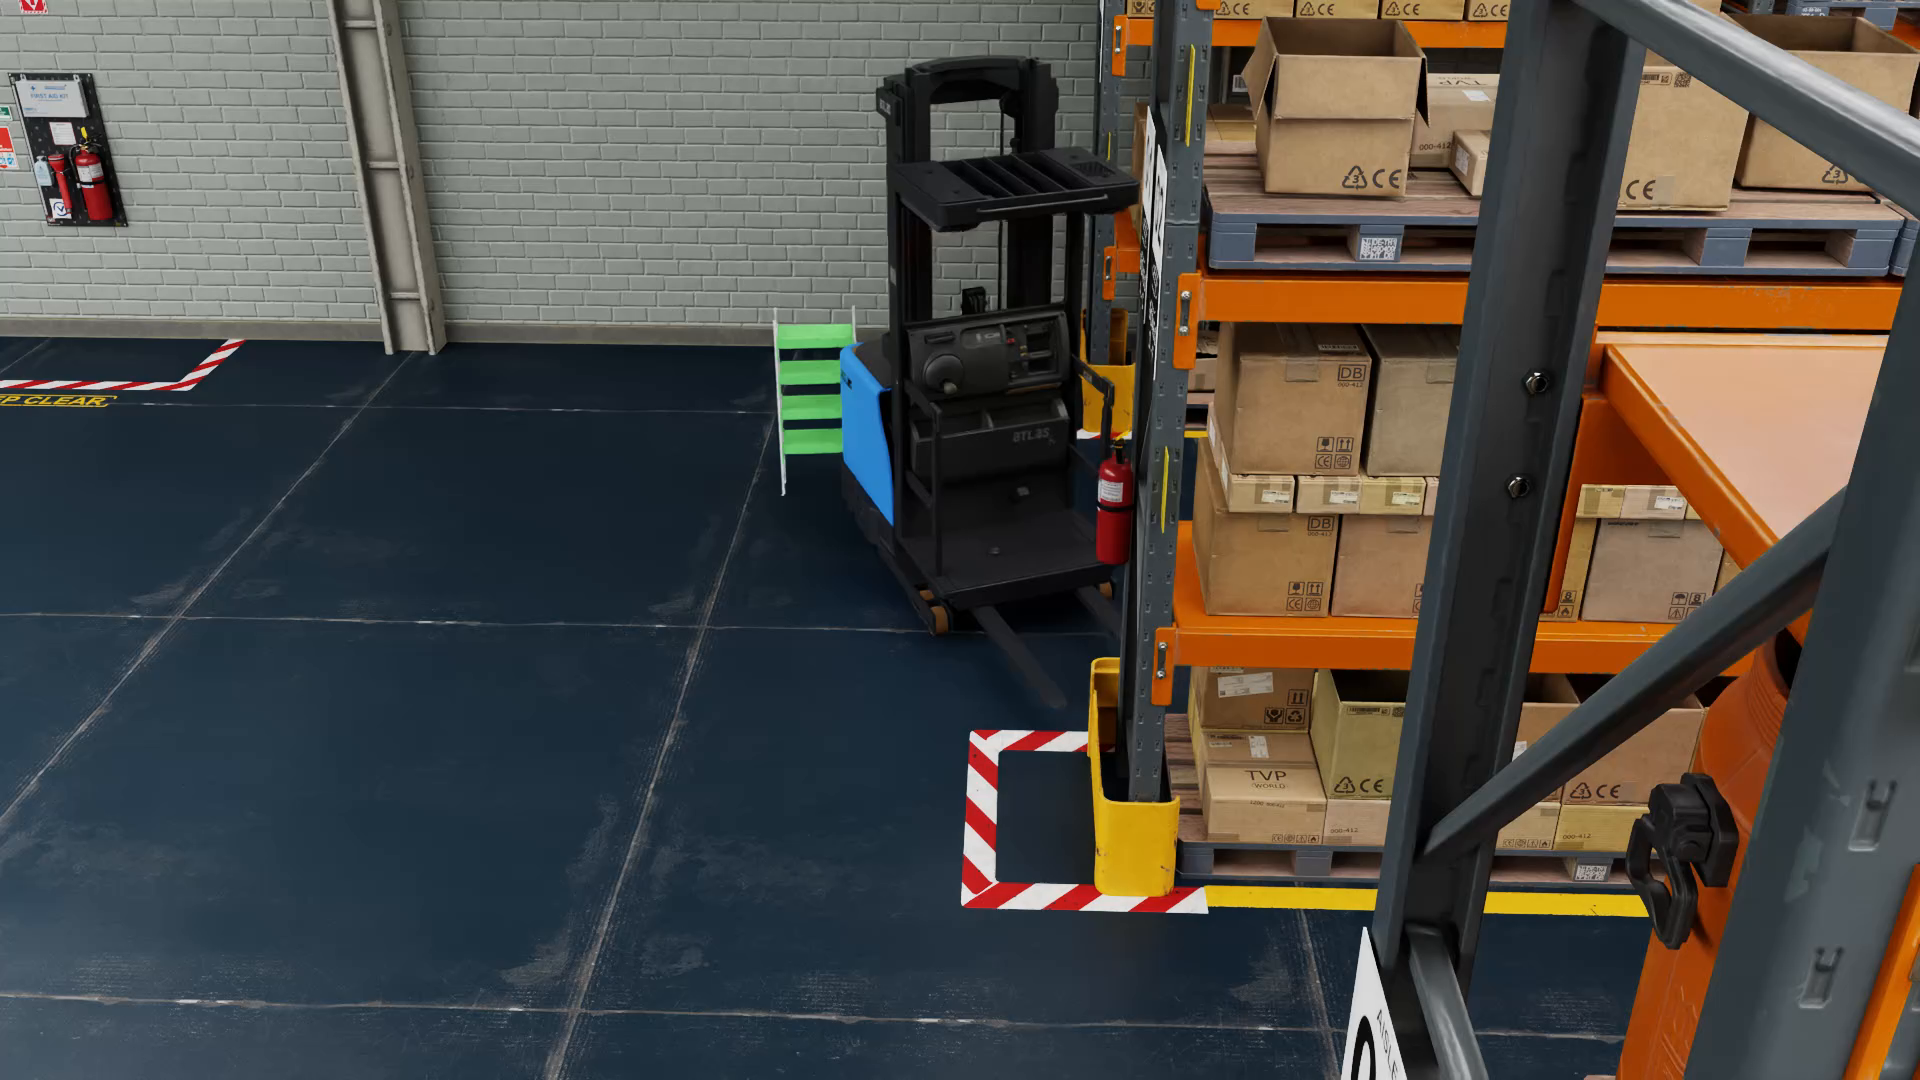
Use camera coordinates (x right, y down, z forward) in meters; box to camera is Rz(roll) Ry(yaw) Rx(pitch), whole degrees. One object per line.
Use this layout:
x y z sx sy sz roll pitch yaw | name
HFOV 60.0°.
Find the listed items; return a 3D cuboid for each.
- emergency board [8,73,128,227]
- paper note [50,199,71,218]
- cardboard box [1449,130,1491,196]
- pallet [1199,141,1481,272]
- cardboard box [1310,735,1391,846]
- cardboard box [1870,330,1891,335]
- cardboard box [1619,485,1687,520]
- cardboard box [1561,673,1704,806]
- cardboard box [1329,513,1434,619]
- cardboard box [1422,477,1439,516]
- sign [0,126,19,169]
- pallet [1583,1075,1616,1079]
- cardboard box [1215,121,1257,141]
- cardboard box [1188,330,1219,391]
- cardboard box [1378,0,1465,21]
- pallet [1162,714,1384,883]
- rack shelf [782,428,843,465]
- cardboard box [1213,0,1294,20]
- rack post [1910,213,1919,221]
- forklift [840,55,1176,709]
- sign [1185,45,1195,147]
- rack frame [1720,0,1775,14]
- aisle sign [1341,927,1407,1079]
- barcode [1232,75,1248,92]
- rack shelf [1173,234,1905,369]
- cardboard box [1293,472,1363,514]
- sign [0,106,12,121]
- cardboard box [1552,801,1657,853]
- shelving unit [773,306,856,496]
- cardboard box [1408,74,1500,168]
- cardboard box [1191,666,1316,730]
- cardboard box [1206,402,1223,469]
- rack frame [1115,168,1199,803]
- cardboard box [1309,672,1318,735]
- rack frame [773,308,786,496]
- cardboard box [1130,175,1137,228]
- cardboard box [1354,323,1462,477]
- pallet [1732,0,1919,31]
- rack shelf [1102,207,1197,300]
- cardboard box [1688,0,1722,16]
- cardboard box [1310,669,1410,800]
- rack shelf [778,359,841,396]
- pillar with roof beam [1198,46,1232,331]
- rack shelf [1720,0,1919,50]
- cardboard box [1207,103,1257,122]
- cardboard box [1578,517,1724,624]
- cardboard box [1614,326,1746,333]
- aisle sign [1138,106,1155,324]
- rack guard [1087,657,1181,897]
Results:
-6.750 -2.905 12.527 0.643 1.169 0.194 1 28 2 | emergency board
-6.925 -2.551 12.799 0.142 0.148 0.016 1 28 2 | paper note
1.983 -1.394 6.145 0.250 0.149 0.380 1 28 2 | cardboard box
1.519 -1.297 6.386 1.213 0.211 1.003 1 28 2 | pallet
1.841 1.114 7.433 0.500 0.250 0.500 1 28 2 | cardboard box
3.862 -0.598 6.683 0.500 0.500 0.700 1 28 2 | cardboard box
2.734 -0.232 6.686 0.250 0.149 0.380 1 28 2 | cardboard box
2.840 0.802 7.220 0.500 0.500 0.500 1 28 2 | cardboard box
1.804 -0.059 7.051 0.500 0.500 0.700 2 28 3 | cardboard box
1.963 -0.245 6.710 0.250 0.149 0.380 1 28 1 | cardboard box
-7.299 -2.978 12.626 0.234 0.329 0.001 1 28 2 | sign
1.458 1.102 1.968 1.213 0.211 1.003 1 28 2 | pallet
1.944 -2.466 11.037 0.500 0.500 0.500 1 28 2 | cardboard box
1.673 -1.306 11.912 0.500 0.311 0.500 -2 28 -4 | cardboard box
2.900 -3.578 10.466 0.500 0.500 0.500 3 28 5 | cardboard box
1.579 1.190 7.779 1.213 0.211 1.003 1 28 2 | pallet
-0.908 -0.613 10.775 0.480 0.148 0.258 -2 28 -4 | rack shelf
1.845 -3.583 10.477 0.500 0.500 0.500 3 28 5 | cardboard box
1.386 -0.074 1.315 0.954 0.300 0.937 4 28 7 | rack post
0.243 -0.985 8.979 1.130 2.935 3.031 -10 30 -18 | forklift
0.788 -1.521 5.697 0.005 0.325 0.100 1 28 2 | sign
4.982 -2.287 11.362 0.127 3.000 1.000 1 28 2 | rack frame
0.573 0.995 2.395 0.004 0.787 0.394 1 28 2 | aisle sign
1.132 -1.837 6.691 0.075 0.075 0.001 1 28 2 | barcode
2.812 -1.009 6.516 4.000 0.370 1.077 1 28 2 | rack shelf
1.462 -0.255 6.729 0.250 0.149 0.380 0 28 0 | cardboard box
-7.295 -3.208 12.494 0.331 0.109 0.001 1 28 2 | sign
2.840 1.133 7.397 0.500 0.250 0.500 1 28 2 | cardboard box
-0.908 -0.882 10.632 0.503 1.200 0.258 -2 28 -4 | shelving unit
1.973 -1.645 6.511 0.500 0.250 0.500 1 28 2 | cardboard box
1.360 0.533 7.729 0.500 0.500 0.500 1 28 2 | cardboard box
1.202 -0.448 7.094 0.250 0.149 0.380 0 28 1 | cardboard box
0.813 -0.035 7.113 0.127 3.000 1.000 1 28 2 | rack frame
1.860 0.868 7.897 0.500 0.250 0.500 1 28 2 | cardboard box
-1.151 -0.874 10.617 0.015 1.200 0.240 -2 28 -4 | rack frame
1.458 -2.379 11.674 0.500 0.250 0.500 1 28 3 | cardboard box
1.858 -0.631 6.746 0.500 0.500 0.700 0 28 0 | cardboard box
5.595 -3.469 10.590 1.003 0.211 1.213 1 28 2 | pallet
2.983 -2.002 11.593 4.000 0.370 1.077 1 28 2 | rack shelf
4.466 -3.558 10.429 0.500 0.500 0.500 2 28 3 | cardboard box
1.841 0.784 7.256 0.500 0.500 0.500 1 28 2 | cardboard box
-0.908 -1.038 10.550 0.480 0.148 0.258 -2 28 -4 | rack shelf
1.563 -3.382 7.022 0.400 9.000 9.100 1 28 2 | pillar with roof beam
6.981 -3.262 10.766 4.000 0.370 1.077 1 28 2 | rack shelf
1.966 -2.706 11.490 0.500 0.500 0.500 1 28 2 | cardboard box
2.827 -0.041 7.017 0.500 0.500 0.700 2 28 3 | cardboard box
2.862 -0.615 6.716 0.500 0.500 0.700 1 28 2 | cardboard box
0.758 -1.322 6.765 0.004 0.787 0.394 1 28 2 | aisle sign
0.789 1.069 7.699 0.348 0.500 1.175 1 28 2 | rack guard
